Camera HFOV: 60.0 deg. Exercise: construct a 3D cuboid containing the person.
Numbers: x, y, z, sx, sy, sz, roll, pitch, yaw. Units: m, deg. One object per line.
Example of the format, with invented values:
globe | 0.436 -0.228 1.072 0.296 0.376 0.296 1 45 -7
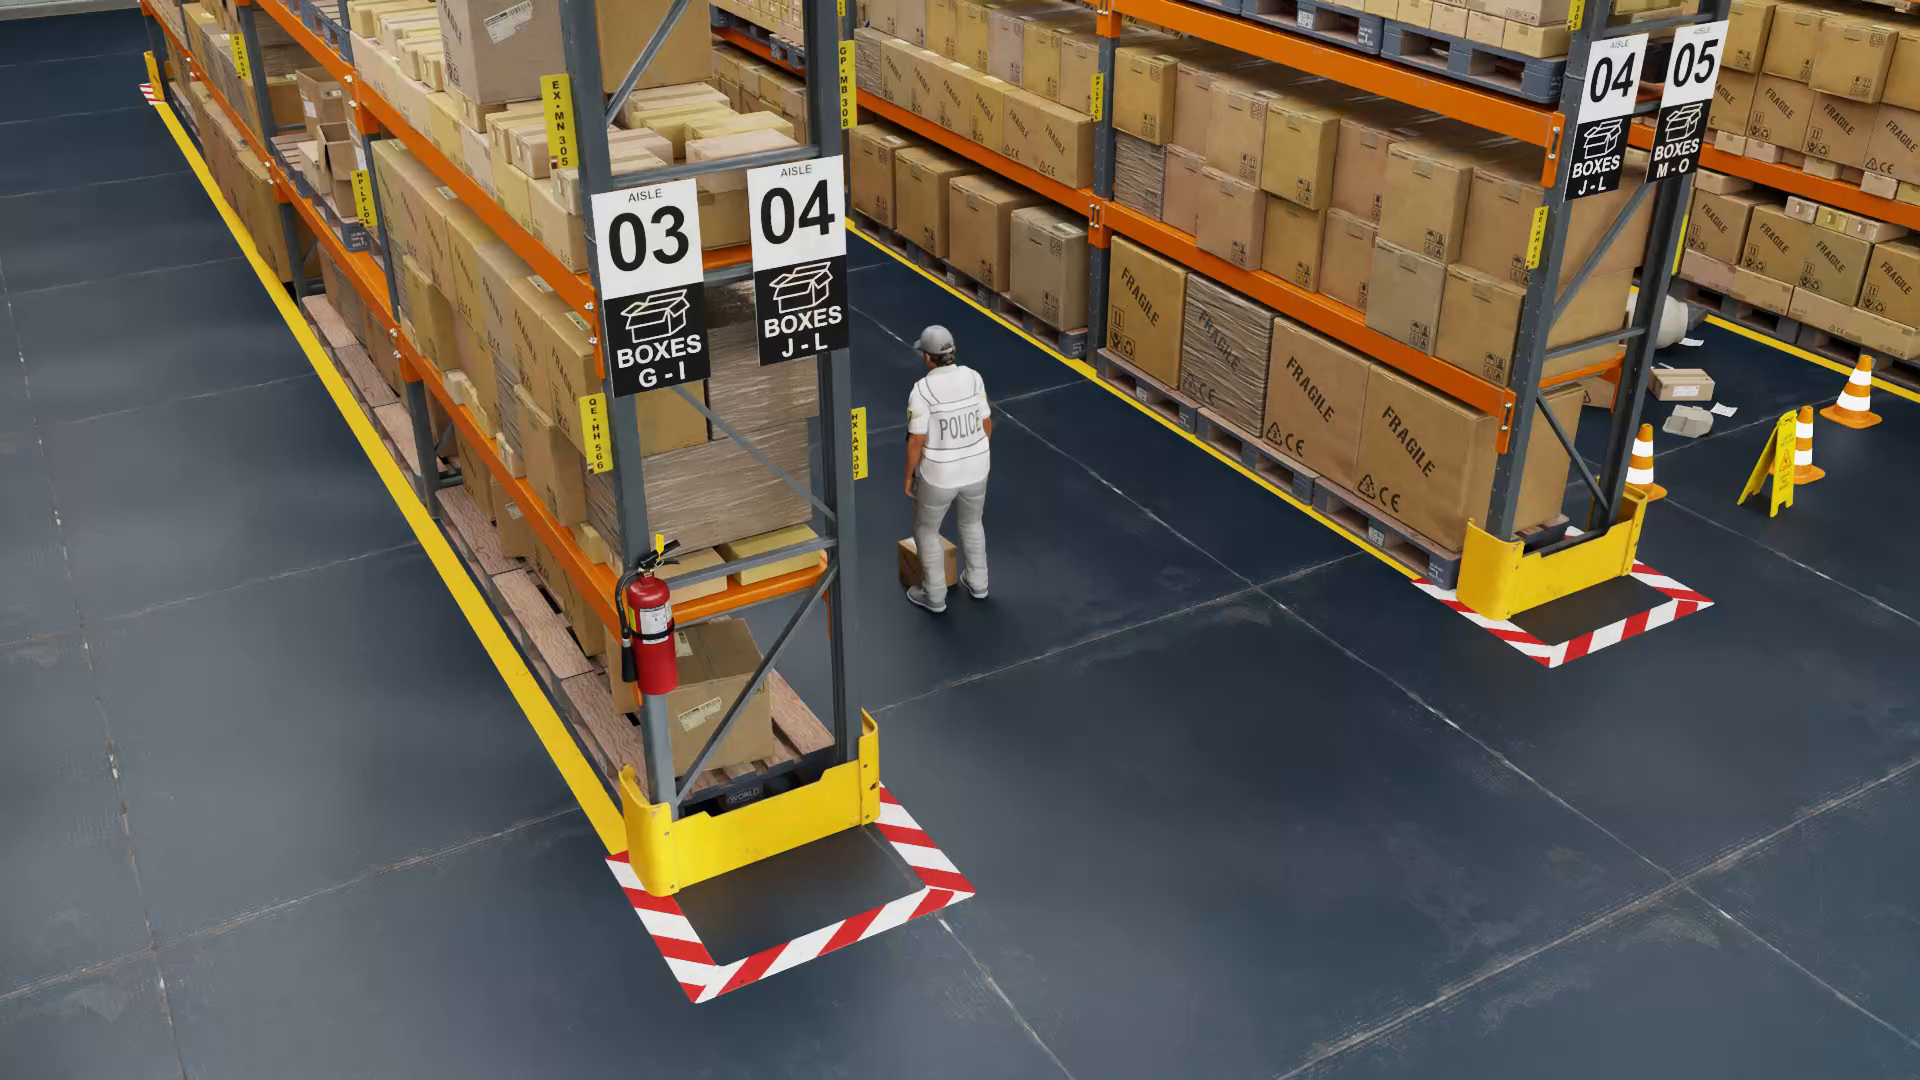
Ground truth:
person | -0.072 -0.395 9.255 0.540 1.667 0.467 -16 33 -26
